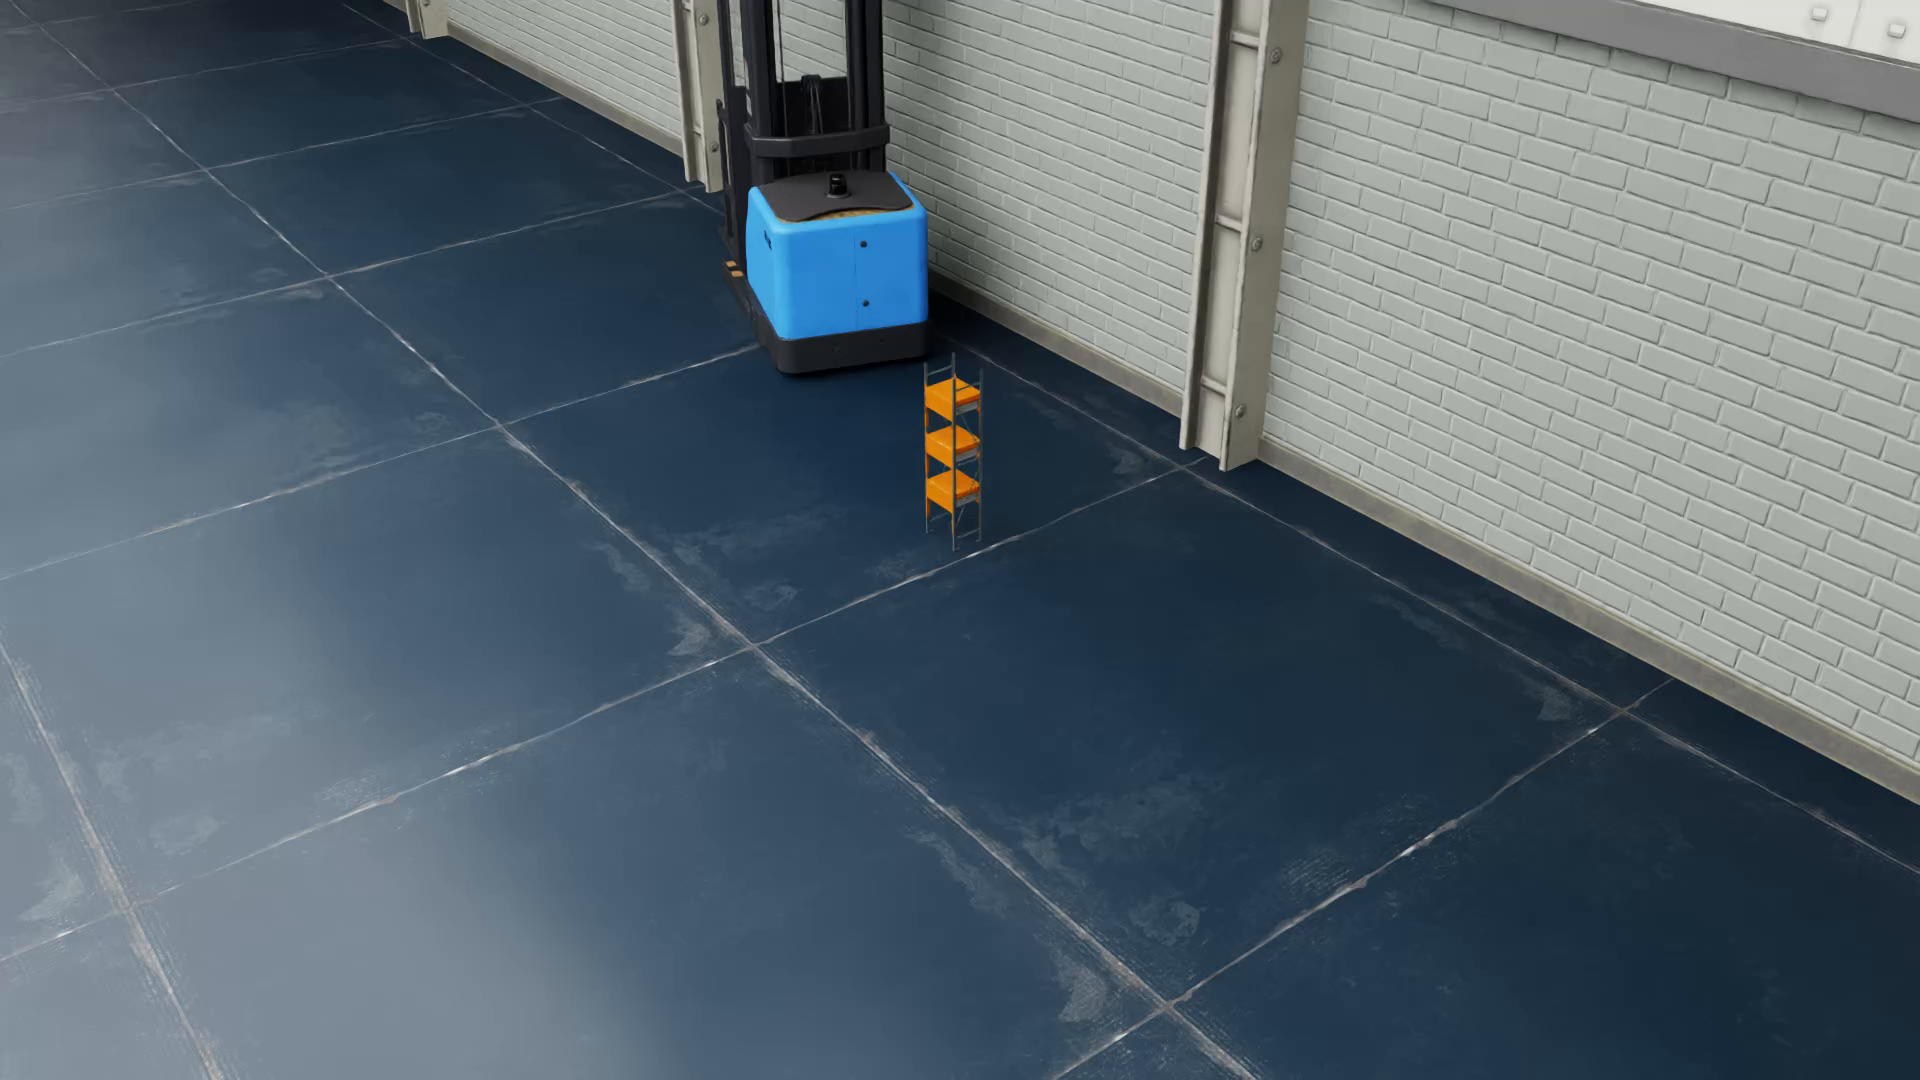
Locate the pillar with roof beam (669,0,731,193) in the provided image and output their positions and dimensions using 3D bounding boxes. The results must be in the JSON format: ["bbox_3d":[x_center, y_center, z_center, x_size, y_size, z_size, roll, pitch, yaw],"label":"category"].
[{"bbox_3d":[-5.502,-5.468,9.525,9.100,9.000,0.400,-22,38,-31],"label":"pillar with roof beam"}]

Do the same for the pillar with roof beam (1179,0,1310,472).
[{"bbox_3d":[-1.823,-2.968,5.499,9.100,9.000,0.400,-22,38,-31],"label":"pillar with roof beam"}]

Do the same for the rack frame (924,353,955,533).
[{"bbox_3d":[-0.108,-0.519,9.091,0.200,1.050,0.008,-22,38,-31],"label":"rack frame"}]

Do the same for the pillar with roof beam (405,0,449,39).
[{"bbox_3d":[-9.181,-7.969,13.551,9.100,9.000,0.400,-22,38,-31],"label":"pillar with roof beam"}]

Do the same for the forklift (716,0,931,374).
[{"bbox_3d":[-1.127,-3.101,11.465,1.130,2.935,3.031,-10,33,-15],"label":"forklift"}]

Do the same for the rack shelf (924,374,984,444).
[{"bbox_3d":[-0.033,-0.700,8.865,0.215,0.259,0.240,-22,38,-31],"label":"rack shelf"}]

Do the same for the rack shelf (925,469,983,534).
[{"bbox_3d":[-0.033,-0.223,9.161,0.215,0.259,0.240,-22,38,-31],"label":"rack shelf"}]

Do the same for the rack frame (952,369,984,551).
[{"bbox_3d":[0.042,-0.417,8.927,0.200,1.050,0.008,-22,38,-31],"label":"rack frame"}]

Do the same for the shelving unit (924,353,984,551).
[{"bbox_3d":[-0.033,-0.468,9.009,0.215,1.050,0.252,-22,38,-31],"label":"shelving unit"}]

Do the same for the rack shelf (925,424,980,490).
[{"bbox_3d":[-0.033,-0.459,9.014,0.215,0.259,0.240,-22,38,-31],"label":"rack shelf"}]
